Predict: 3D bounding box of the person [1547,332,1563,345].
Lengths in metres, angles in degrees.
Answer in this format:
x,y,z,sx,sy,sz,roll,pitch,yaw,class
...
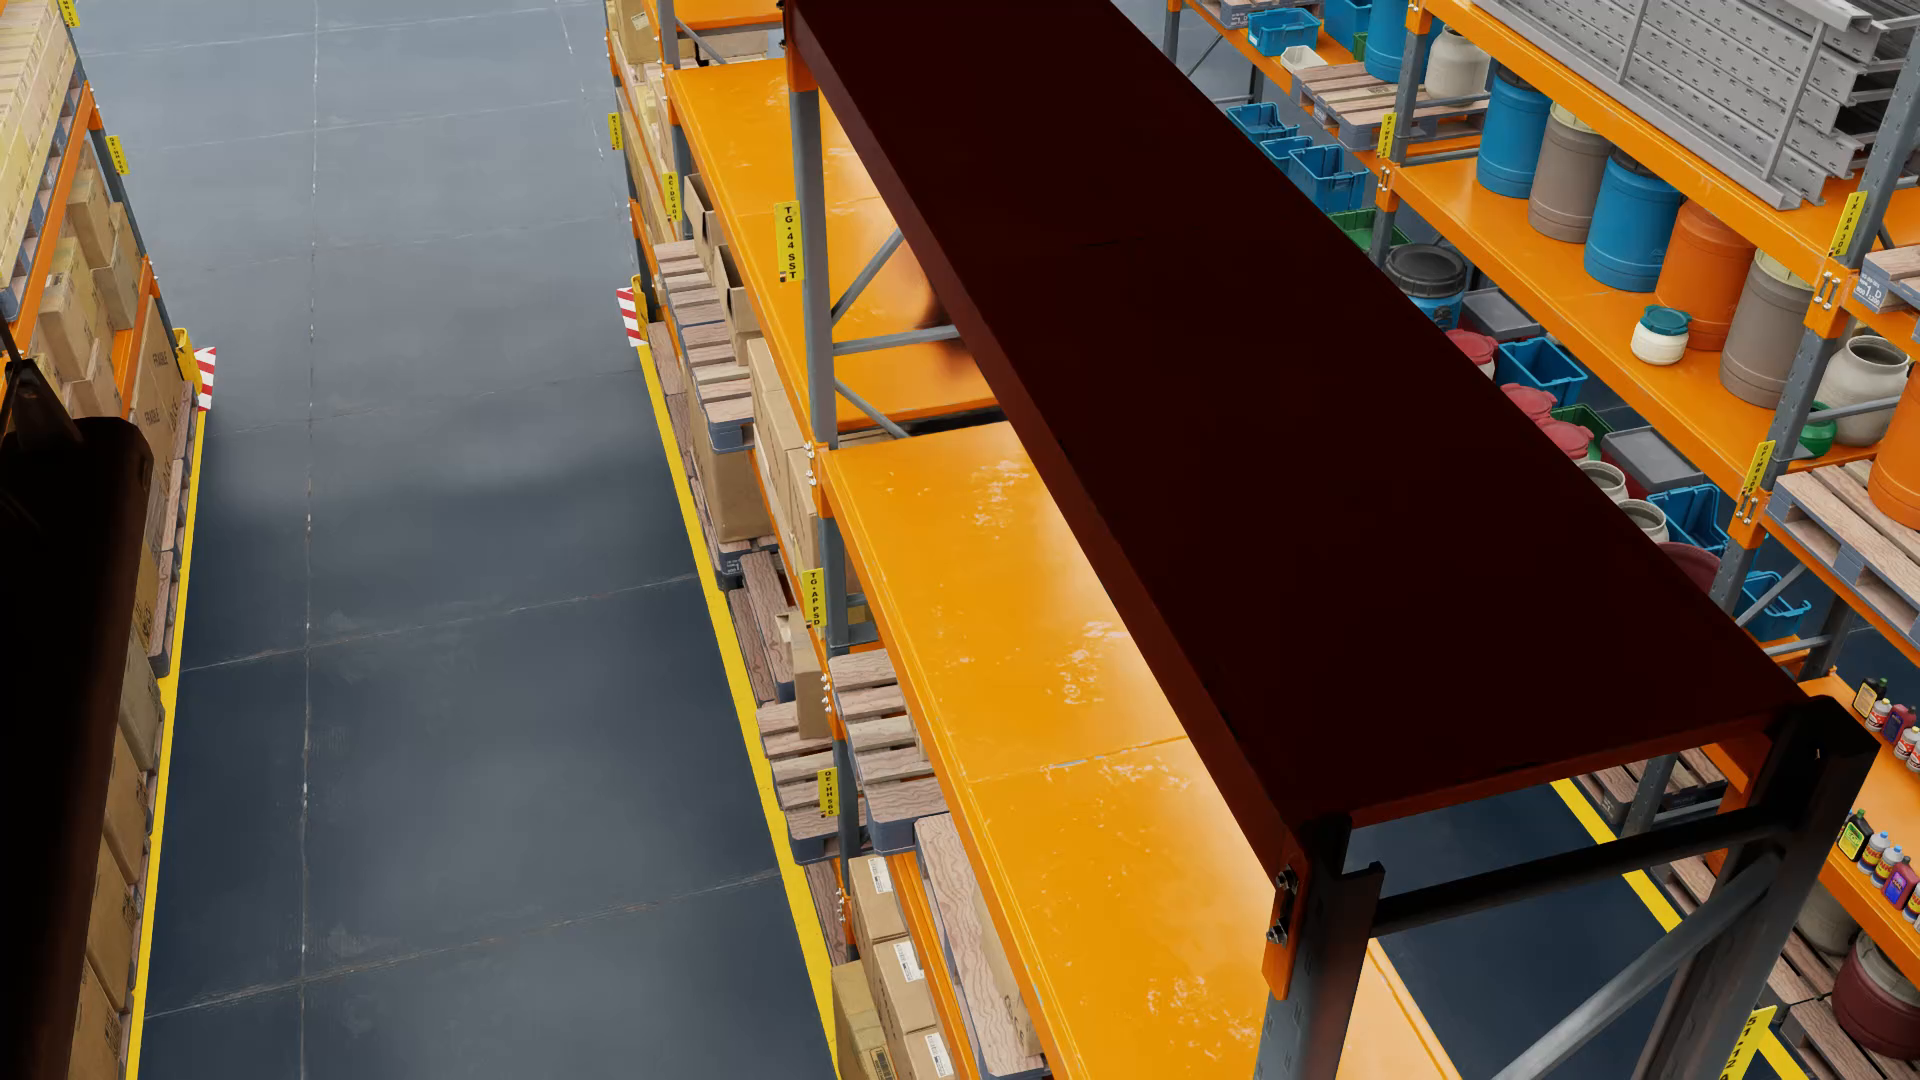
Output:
x,y,z,sx,sy,sz,roll,pitch,yaw,class
5.582,-2.410,14.493,0.680,1.732,0.787,-29,47,-32,person
